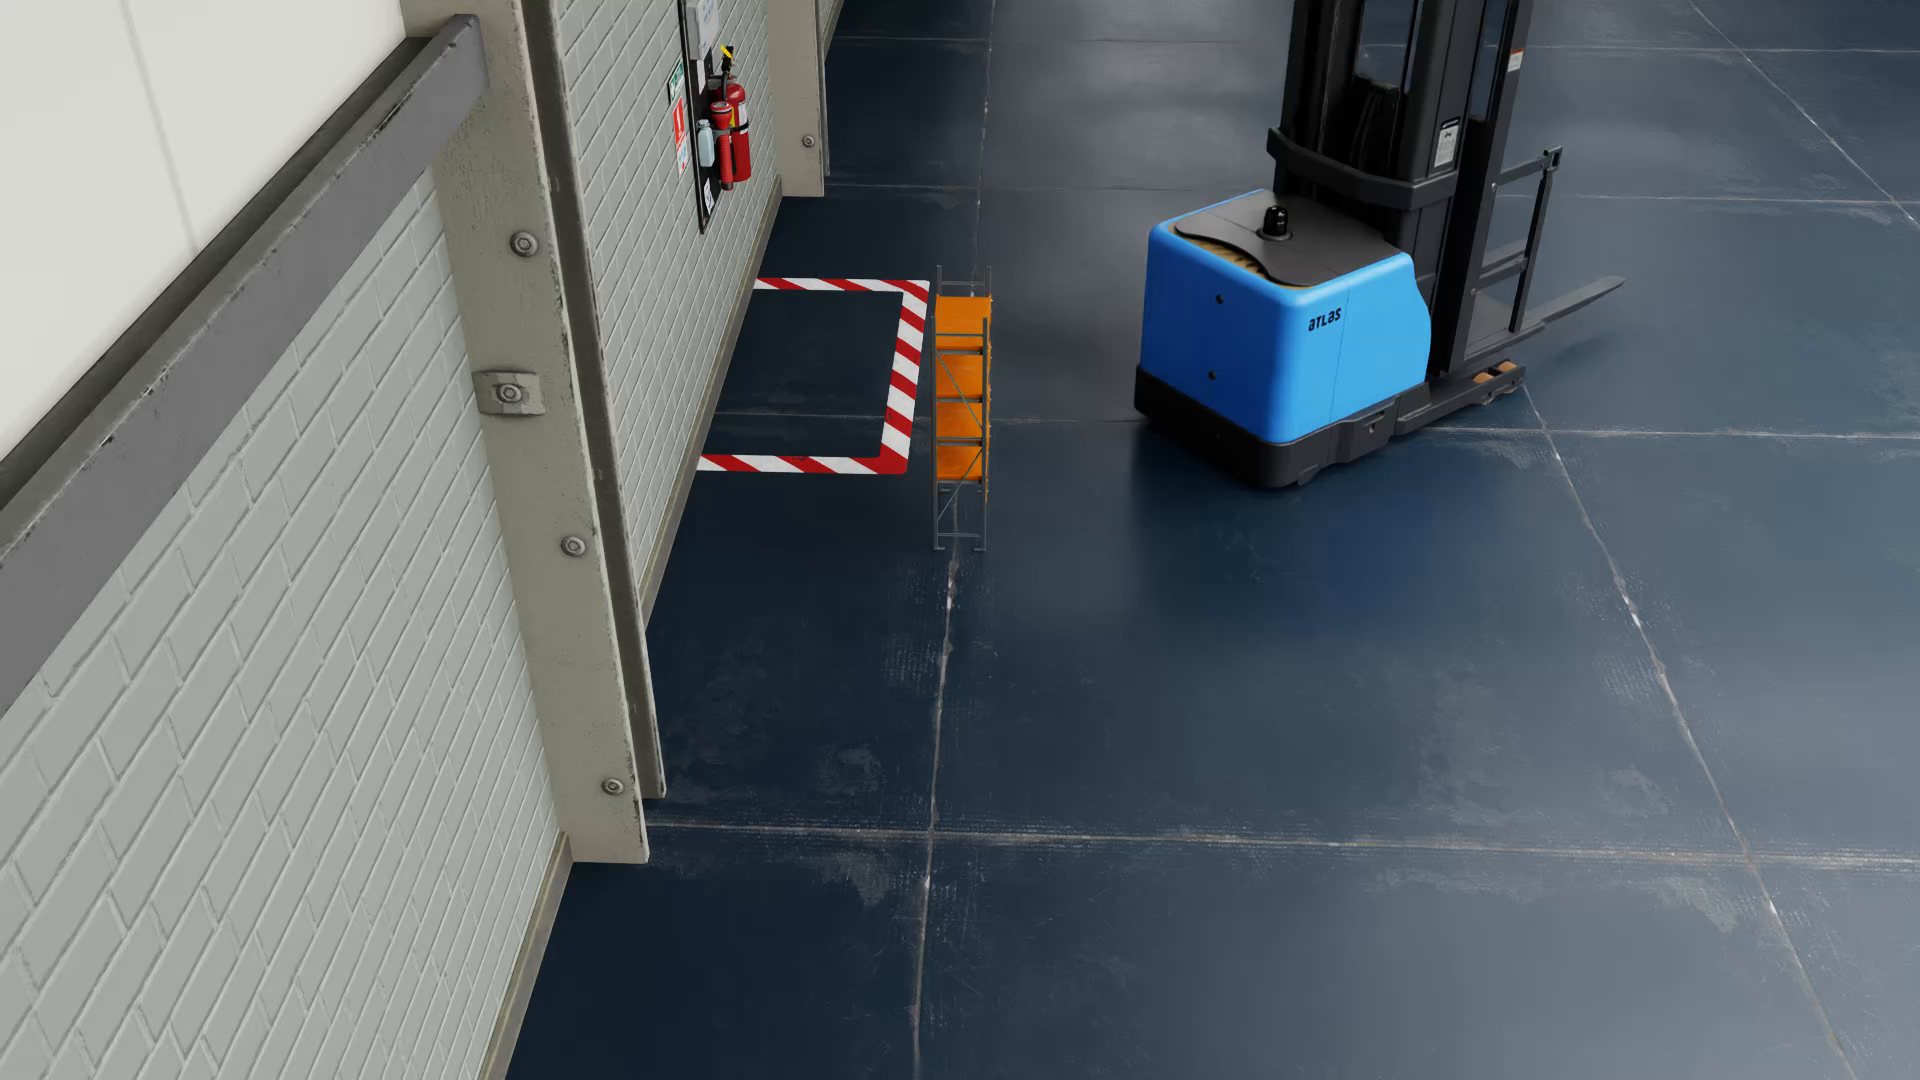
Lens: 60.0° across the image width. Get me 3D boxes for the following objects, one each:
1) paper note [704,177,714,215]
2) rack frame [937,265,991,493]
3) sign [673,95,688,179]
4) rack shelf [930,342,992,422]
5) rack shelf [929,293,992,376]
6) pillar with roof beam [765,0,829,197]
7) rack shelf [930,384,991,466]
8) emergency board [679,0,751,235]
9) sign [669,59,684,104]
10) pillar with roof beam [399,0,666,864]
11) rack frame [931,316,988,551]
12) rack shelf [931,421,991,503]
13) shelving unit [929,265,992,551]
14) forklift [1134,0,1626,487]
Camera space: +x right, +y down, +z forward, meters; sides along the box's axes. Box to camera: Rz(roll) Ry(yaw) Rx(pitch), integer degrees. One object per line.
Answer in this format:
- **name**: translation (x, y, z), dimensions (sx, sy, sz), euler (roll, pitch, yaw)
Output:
- **paper note**: translation (-1.262, -1.732, 8.372), dimensions (0.016, 0.148, 0.142), euler (1, 35, 2)
- **rack frame**: translation (0.016, -0.726, 7.740), dimensions (0.240, 1.200, 0.015), euler (1, 35, 2)
- **sign**: translation (-1.312, -1.892, 7.802), dimensions (0.001, 0.329, 0.234), euler (1, 35, 2)
- **rack shelf**: translation (0.007, -0.714, 7.450), dimensions (0.258, 0.148, 0.480), euler (1, 35, 2)
- **rack shelf**: translation (0.007, -0.907, 7.314), dimensions (0.258, 0.148, 0.480), euler (1, 35, 2)
- **pillar with roof beam**: translation (3.253, -5.966, 8.413), dimensions (9.100, 9.000, 0.400), euler (1, 35, 2)
- **rack shelf**: translation (0.007, -0.531, 7.579), dimensions (0.258, 0.148, 0.480), euler (1, 35, 2)
- **emergency board**: translation (-1.186, -2.192, 8.261), dimensions (0.194, 1.169, 0.643), euler (1, 35, 2)
- **sign**: translation (-1.302, -2.111, 7.653), dimensions (0.001, 0.109, 0.331), euler (1, 35, 2)
- **pillar with roof beam**: translation (3.012, -2.519, 3.508), dimensions (9.100, 9.000, 0.400), euler (1, 35, 2)
- **rack frame**: translation (-0.003, -0.446, 7.341), dimensions (0.240, 1.200, 0.015), euler (1, 35, 2)
- **rack shelf**: translation (0.007, -0.369, 7.693), dimensions (0.258, 0.148, 0.480), euler (1, 35, 2)
- **shelving unit**: translation (0.007, -0.586, 7.540), dimensions (0.258, 1.200, 0.503), euler (1, 35, 2)
- **forklift**: translation (2.384, -2.131, 8.233), dimensions (3.031, 2.935, 1.130), euler (-23, 41, -29)
